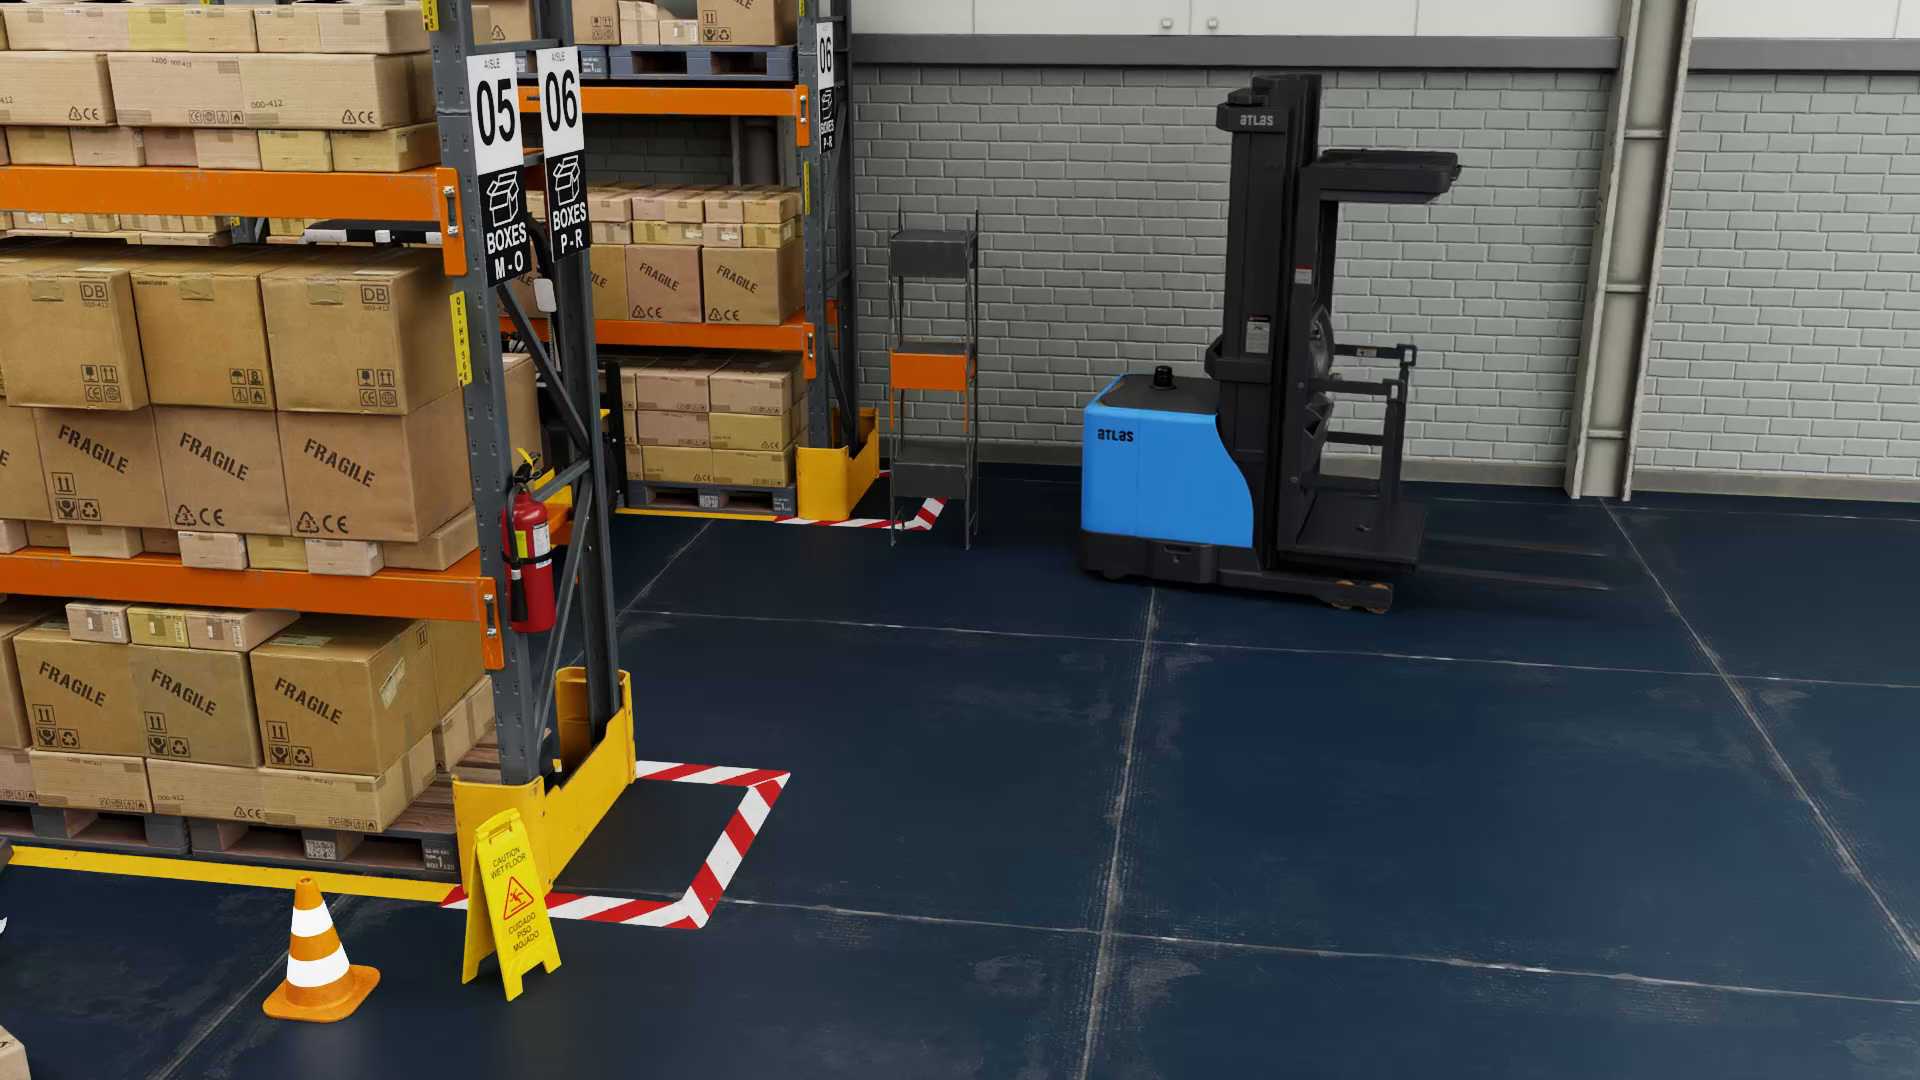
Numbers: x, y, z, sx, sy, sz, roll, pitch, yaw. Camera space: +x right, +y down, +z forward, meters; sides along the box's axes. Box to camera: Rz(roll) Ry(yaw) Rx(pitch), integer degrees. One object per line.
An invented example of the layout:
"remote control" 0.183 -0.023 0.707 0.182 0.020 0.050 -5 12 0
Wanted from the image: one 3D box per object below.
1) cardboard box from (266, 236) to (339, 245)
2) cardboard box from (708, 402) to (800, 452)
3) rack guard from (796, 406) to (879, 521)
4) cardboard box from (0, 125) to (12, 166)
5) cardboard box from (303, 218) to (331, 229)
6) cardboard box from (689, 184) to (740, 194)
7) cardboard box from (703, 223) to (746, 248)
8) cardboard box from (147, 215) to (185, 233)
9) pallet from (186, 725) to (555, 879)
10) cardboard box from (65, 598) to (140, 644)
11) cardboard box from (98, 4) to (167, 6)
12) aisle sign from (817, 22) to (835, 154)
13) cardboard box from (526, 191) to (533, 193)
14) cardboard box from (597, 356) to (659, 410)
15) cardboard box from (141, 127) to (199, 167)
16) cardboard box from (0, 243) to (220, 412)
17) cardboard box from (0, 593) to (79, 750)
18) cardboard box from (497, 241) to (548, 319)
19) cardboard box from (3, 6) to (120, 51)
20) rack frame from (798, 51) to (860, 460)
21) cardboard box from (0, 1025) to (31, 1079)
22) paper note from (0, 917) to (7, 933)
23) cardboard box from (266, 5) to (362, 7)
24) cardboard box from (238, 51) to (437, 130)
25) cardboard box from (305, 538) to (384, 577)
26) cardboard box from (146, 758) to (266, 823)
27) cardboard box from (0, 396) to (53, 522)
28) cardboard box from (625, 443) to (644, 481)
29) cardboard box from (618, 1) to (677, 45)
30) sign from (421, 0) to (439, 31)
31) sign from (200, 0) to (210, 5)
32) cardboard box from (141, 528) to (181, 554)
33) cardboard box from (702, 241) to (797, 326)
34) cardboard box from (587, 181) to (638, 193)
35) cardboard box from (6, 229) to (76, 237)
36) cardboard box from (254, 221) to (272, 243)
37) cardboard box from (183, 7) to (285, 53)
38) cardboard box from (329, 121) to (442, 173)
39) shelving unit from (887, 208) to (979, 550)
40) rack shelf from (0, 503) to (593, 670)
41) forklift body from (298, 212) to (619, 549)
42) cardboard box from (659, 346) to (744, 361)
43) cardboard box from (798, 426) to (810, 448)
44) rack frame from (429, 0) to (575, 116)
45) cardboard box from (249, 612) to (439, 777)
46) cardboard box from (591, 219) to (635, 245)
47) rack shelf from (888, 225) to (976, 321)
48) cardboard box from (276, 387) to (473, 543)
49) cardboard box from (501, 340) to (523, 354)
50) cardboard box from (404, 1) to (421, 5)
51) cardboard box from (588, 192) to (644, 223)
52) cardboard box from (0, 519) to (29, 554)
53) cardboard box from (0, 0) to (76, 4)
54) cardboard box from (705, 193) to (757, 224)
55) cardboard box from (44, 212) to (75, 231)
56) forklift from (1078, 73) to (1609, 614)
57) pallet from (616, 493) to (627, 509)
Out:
"cardboard box" -4.422 -1.882 11.544 0.500 0.500 0.500 2 19 7
"cardboard box" -1.399 -0.797 11.340 0.500 0.250 0.500 3 19 8
"rack guard" -0.845 -0.551 11.662 0.348 0.500 1.175 3 19 9
"cardboard box" -3.573 -1.479 6.166 0.250 0.149 0.380 3 19 8
"cardboard box" -4.289 -2.183 11.420 0.250 0.149 0.380 3 19 10
"cardboard box" -1.683 -2.350 11.451 0.250 0.149 0.380 3 19 10
"cardboard box" -1.513 -2.026 10.951 0.250 0.149 0.380 3 19 10
"cardboard box" -5.449 -2.249 11.617 0.250 0.149 0.380 3 19 8
"pallet" -2.524 1.084 7.230 1.213 0.211 1.003 3 19 9
"cardboard box" -3.366 0.276 6.719 0.250 0.149 0.380 4 19 11
"cardboard box" -3.200 -2.043 6.592 0.250 0.149 0.380 3 19 10
"aisle sign" -0.851 -2.875 10.572 0.004 0.787 0.394 3 19 9
"cardboard box" -3.017 -2.279 11.239 0.250 0.149 0.380 3 19 9
"cardboard box" -2.378 -1.079 11.395 0.500 0.250 0.500 3 19 9
"cardboard box" -2.797 -1.476 6.156 0.250 0.149 0.380 3 19 9
"cardboard box" -3.210 -0.824 6.335 0.500 0.500 0.700 3 19 8
"cardboard box" -4.020 0.530 6.983 0.500 0.500 0.500 4 19 12
"cardboard box" -2.911 -1.804 11.310 0.500 0.500 0.500 3 19 9
"cardboard box" -3.274 -1.885 6.123 0.250 0.149 0.380 2 19 7
"rack frame" -0.869 -1.738 11.269 0.127 3.000 1.000 3 19 9
"cardboard box" -3.266 1.736 5.379 0.250 0.149 0.380 14 23 37
"paper note" -3.719 1.485 6.317 0.148 0.019 0.142 -3 19 -10
"cardboard box" -2.459 -1.985 6.421 0.250 0.149 0.380 3 19 9
"cardboard box" -2.201 -1.616 5.946 0.500 0.250 0.500 3 19 8
"cardboard box" -2.323 0.007 6.451 0.250 0.149 0.380 3 19 8
"cardboard box" -3.004 0.937 6.946 0.500 0.250 0.500 3 19 9
"cardboard box" -3.717 -0.396 6.634 0.500 0.500 0.500 3 19 9
"cardboard box" -2.365 -0.614 11.581 0.500 0.250 0.500 3 19 9
"cardboard box" -1.986 -3.302 10.610 0.258 0.266 0.396 3 19 9
"sign" -1.760 -1.852 5.488 0.005 0.325 0.100 3 19 9
"sign" -4.895 -3.585 10.753 0.005 0.325 0.100 3 19 9
"cardboard box" -3.063 -0.073 6.690 0.250 0.149 0.380 3 19 9
"cardboard box" -1.396 -1.728 11.081 0.500 0.500 0.500 3 19 7
"cardboard box" -2.432 -2.417 11.650 0.250 0.149 0.380 2 19 7
"cardboard box" -6.357 -2.101 11.803 0.500 0.250 0.500 3 19 10
"cardboard box" -5.279 -2.211 12.132 0.500 0.250 0.500 3 19 8
"cardboard box" -2.537 -1.821 5.929 0.250 0.149 0.380 3 19 8
"cardboard box" -2.049 -1.416 5.977 0.250 0.149 0.380 3 19 9
"shelving unit" -0.163 -1.004 10.495 0.503 2.100 0.431 3 19 9
"rack shelf" -3.627 0.058 7.036 4.000 0.370 1.077 3 19 9
"forklift body" -3.031 -0.859 9.981 1.214 2.155 2.313 3 19 9
"cardboard box" -1.807 -1.215 11.801 0.500 0.250 0.500 3 19 9
"cardboard box" -1.323 -0.719 11.896 0.500 0.250 0.500 3 19 9
"rack frame" -1.653 -3.027 5.669 0.127 3.000 1.000 3 19 9
"cardboard box" -2.485 0.608 6.748 0.500 0.500 0.500 3 19 9
"cardboard box" -2.273 -2.073 11.091 0.250 0.149 0.380 2 19 7
"rack shelf" -0.163 -1.655 10.277 0.480 0.518 0.431 3 19 9
"cardboard box" -2.232 -0.312 6.382 0.500 0.500 0.500 3 19 8
"cardboard box" -3.302 -1.294 12.038 0.500 0.250 0.500 3 19 9
"cardboard box" -3.401 -3.374 10.826 0.258 0.266 0.396 2 19 7
"cardboard box" -2.276 -2.207 11.024 0.250 0.149 0.380 3 19 10
"cardboard box" -3.827 -0.077 6.702 0.250 0.149 0.380 3 19 8
"cardboard box" -6.329 -3.564 11.323 0.500 0.311 0.500 2 19 7
"cardboard box" -1.504 -2.188 10.968 0.250 0.149 0.380 3 19 9
"cardboard box" -6.211 -2.282 11.717 0.250 0.149 0.380 2 19 7
"forklift" 2.291 -1.158 9.643 3.031 2.935 1.130 6 19 17
"pallet" -2.832 -0.503 11.973 1.213 0.211 1.003 3 19 9
